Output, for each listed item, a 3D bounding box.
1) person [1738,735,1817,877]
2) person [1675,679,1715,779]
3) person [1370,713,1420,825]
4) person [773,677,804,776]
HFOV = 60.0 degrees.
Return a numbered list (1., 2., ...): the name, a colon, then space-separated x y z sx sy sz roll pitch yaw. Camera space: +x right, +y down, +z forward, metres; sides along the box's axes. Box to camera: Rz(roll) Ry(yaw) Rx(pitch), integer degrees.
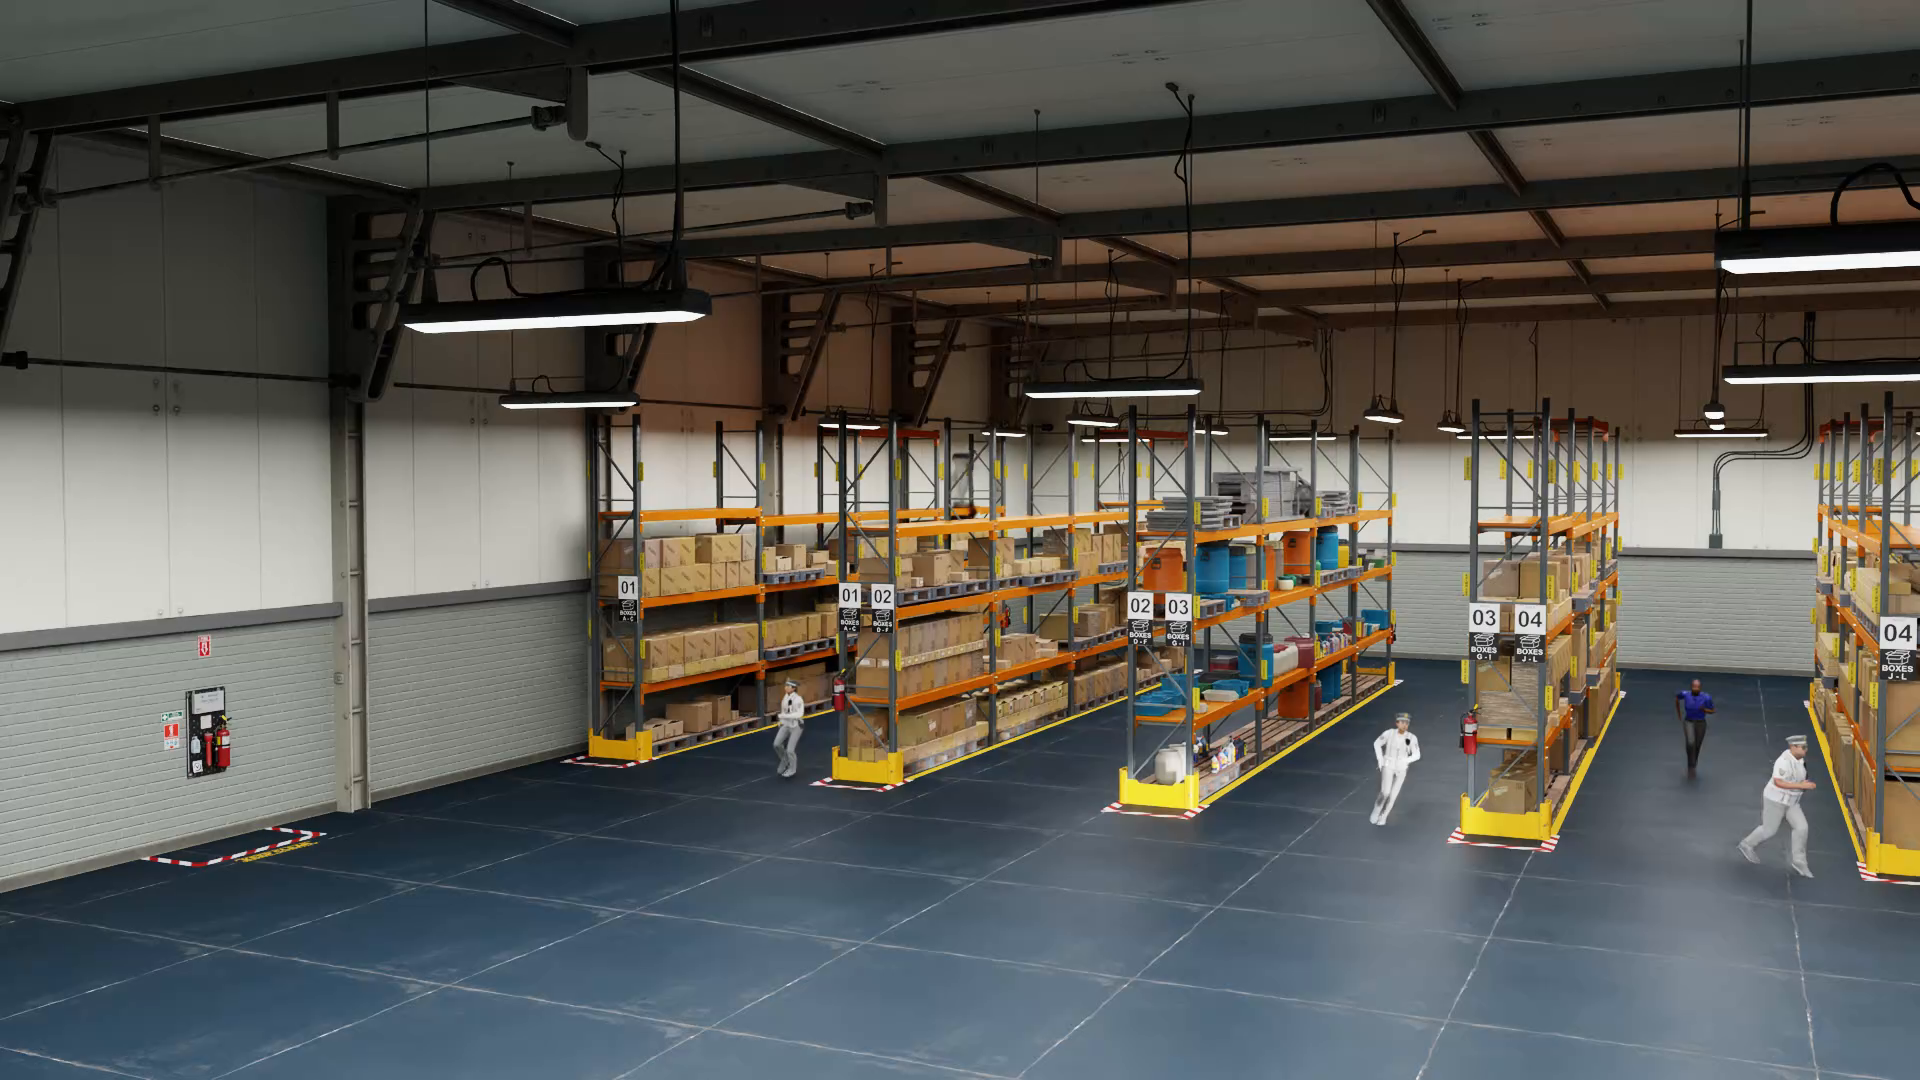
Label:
1. person: 10.266 3.304 20.840 0.695 1.804 0.989 -2 3 -36
2. person: 12.053 3.075 27.294 0.569 1.638 0.907 1 2 16
3. person: 6.132 3.224 23.431 0.673 1.616 0.566 0 2 7
4. person: -2.788 3.060 27.185 0.671 1.653 0.606 1 3 30
